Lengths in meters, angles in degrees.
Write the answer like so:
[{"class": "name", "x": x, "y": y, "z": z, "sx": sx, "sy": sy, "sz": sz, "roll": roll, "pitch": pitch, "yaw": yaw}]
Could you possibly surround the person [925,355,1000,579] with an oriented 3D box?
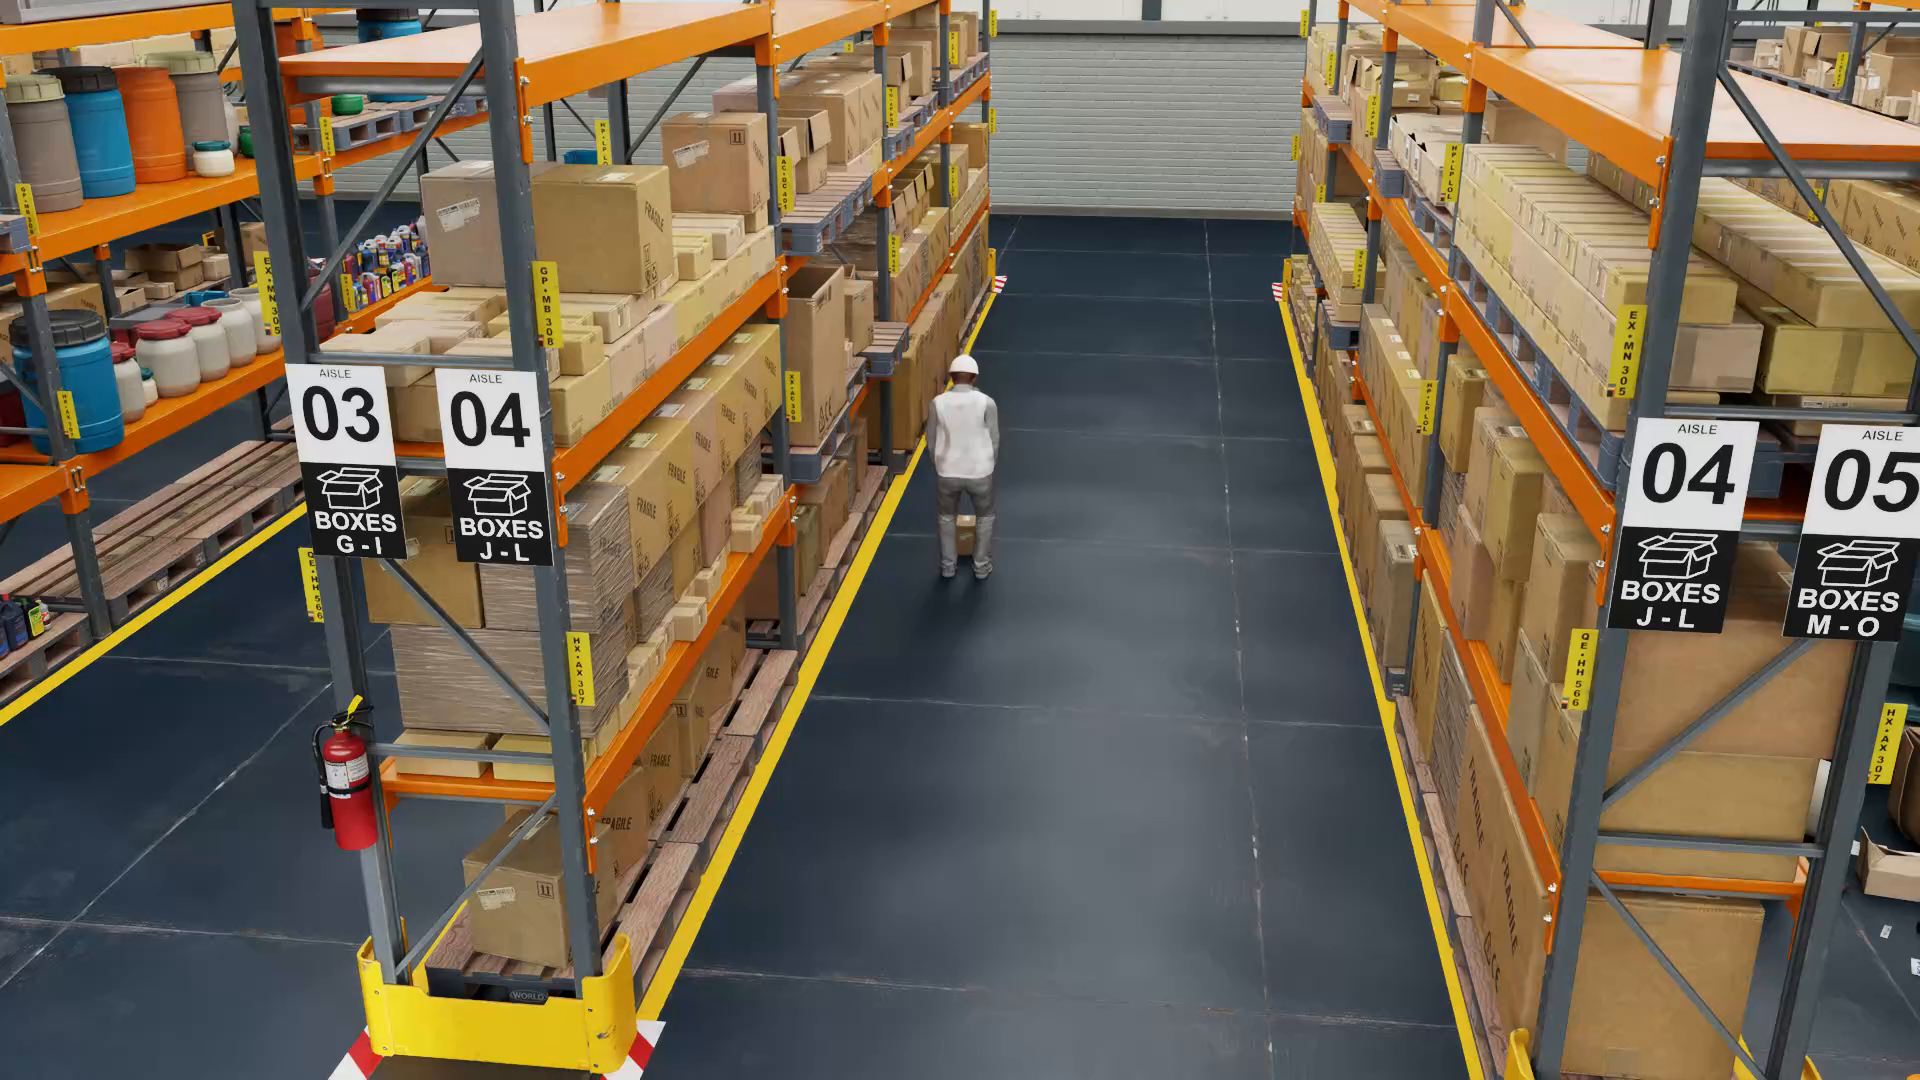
[{"class": "person", "x": 0.016, "y": -0.545, "z": 12.586, "sx": 0.567, "sy": 1.695, "sz": 0.516, "roll": 3, "pitch": 21, "yaw": 8}]
